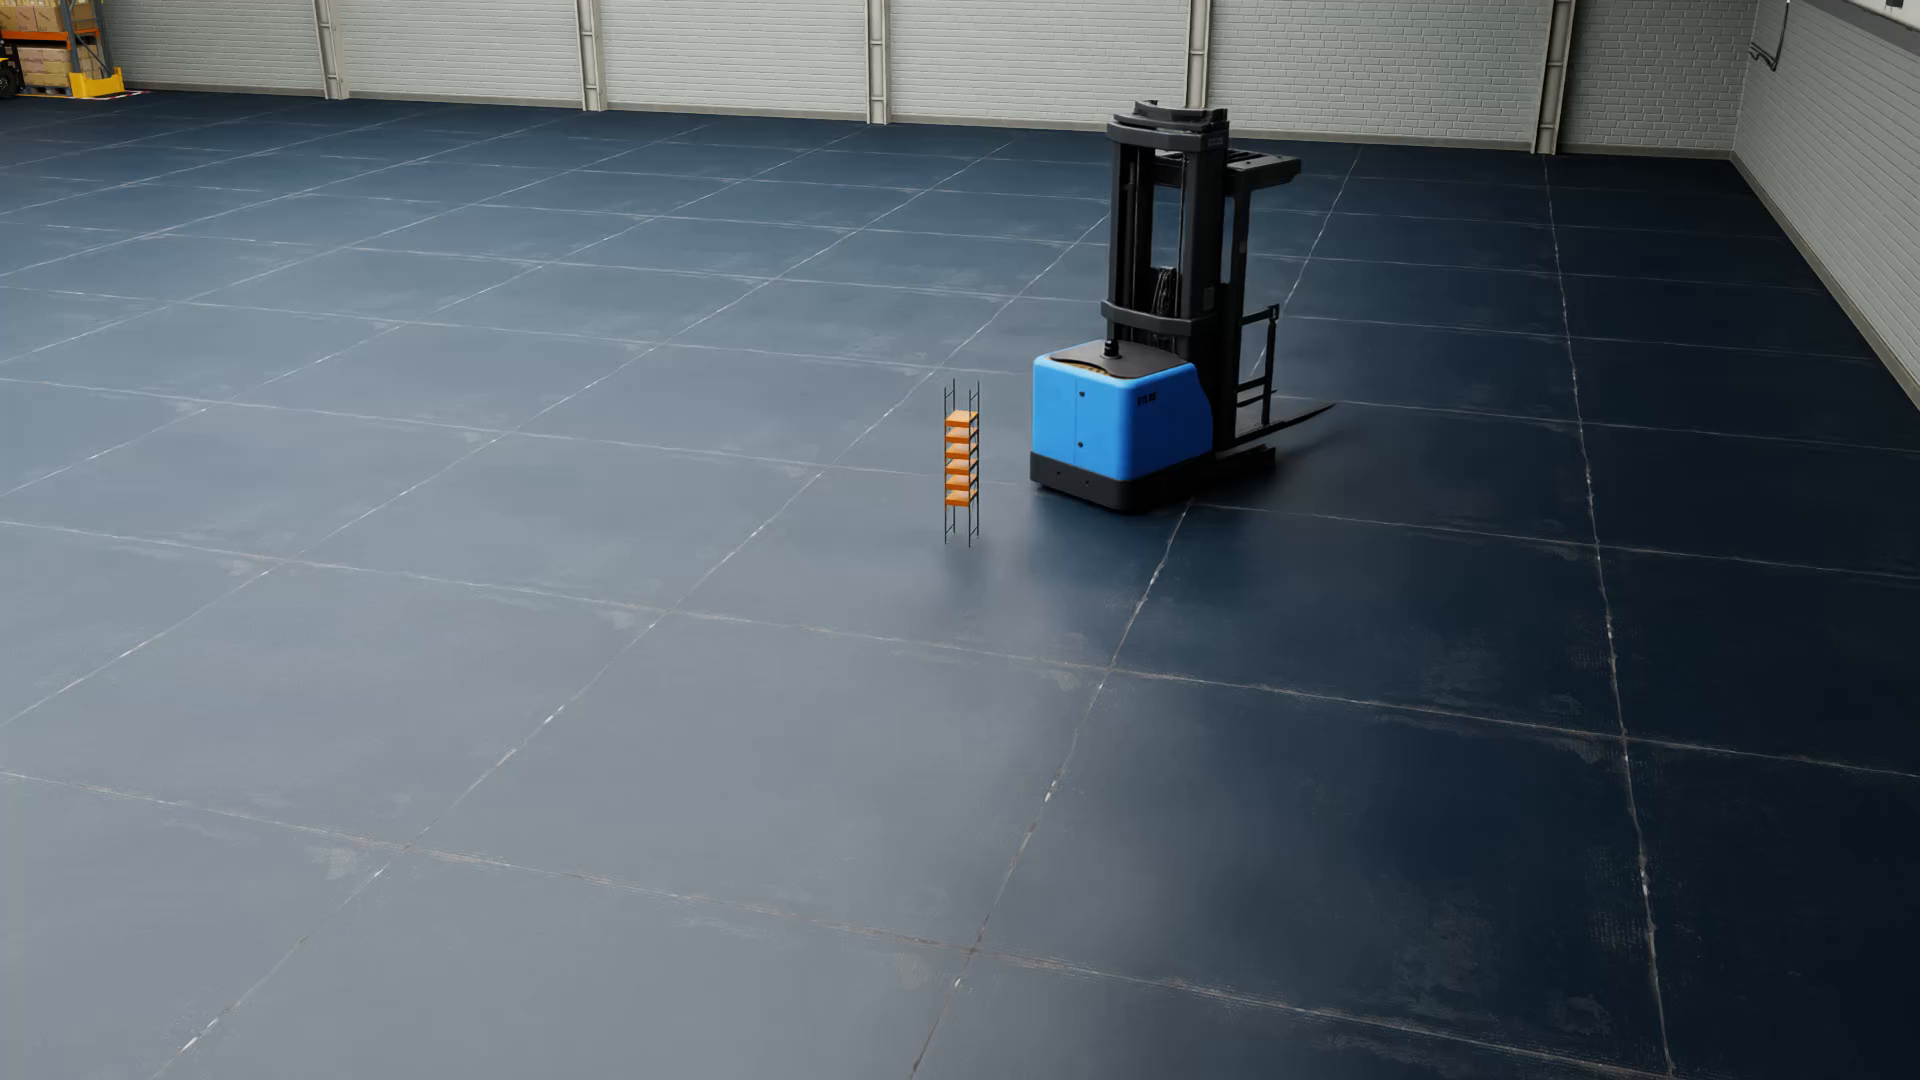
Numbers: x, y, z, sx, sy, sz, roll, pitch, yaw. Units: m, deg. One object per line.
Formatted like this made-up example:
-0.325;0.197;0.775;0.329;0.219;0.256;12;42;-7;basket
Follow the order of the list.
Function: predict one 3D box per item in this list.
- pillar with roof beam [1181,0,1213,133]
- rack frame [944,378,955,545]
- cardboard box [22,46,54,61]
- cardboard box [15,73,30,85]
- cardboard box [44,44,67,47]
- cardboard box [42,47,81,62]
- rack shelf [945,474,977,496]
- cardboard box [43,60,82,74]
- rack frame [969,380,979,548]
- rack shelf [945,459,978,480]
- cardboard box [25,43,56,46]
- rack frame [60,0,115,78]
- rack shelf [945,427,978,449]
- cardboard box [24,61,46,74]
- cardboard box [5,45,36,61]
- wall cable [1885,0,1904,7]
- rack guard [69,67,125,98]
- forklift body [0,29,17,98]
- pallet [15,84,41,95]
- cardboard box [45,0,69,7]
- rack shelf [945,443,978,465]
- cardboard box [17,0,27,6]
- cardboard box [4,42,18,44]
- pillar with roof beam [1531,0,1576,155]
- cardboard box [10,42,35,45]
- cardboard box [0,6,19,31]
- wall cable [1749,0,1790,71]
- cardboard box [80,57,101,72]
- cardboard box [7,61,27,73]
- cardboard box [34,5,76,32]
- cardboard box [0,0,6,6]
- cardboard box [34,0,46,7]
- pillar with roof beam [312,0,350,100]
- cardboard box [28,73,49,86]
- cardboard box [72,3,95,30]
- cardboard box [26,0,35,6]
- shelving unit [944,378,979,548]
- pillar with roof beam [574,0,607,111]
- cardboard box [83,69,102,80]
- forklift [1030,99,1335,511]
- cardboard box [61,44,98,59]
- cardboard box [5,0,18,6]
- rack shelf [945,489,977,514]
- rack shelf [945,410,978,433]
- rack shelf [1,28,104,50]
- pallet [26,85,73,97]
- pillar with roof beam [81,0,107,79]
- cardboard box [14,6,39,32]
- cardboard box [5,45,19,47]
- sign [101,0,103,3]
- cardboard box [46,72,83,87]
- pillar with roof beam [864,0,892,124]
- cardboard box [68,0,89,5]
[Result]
2.967;-9.873;24.482;0.400;9.000;9.100;7;23;16;pillar with roof beam
-0.074;-0.564;12.063;0.006;1.200;0.240;7;23;15;rack frame
-19.381;-10.264;35.093;0.500;0.250;0.500;7;23;16;cardboard box
-19.851;-9.864;35.434;0.500;0.250;0.500;7;23;16;cardboard box
-19.245;-10.448;35.542;0.500;0.250;0.500;7;23;16;cardboard box
-18.891;-10.211;34.962;0.500;0.250;0.500;7;23;17;cardboard box
0.014;-0.401;12.101;0.180;0.103;0.258;7;23;15;rack shelf
-18.916;-9.982;35.063;0.500;0.250;0.500;6;23;15;cardboard box
0.101;-0.544;12.014;0.006;1.200;0.240;7;23;15;rack frame
0.014;-0.512;12.055;0.180;0.103;0.258;7;23;15;rack shelf
-19.720;-10.507;35.685;0.500;0.250;0.500;6;23;15;cardboard box
-18.360;-10.889;34.863;0.127;3.000;1.000;7;23;16;rack frame
0.014;-0.734;11.964;0.180;0.103;0.258;7;23;15;rack shelf
-19.393;-10.041;35.207;0.500;0.250;0.500;6;23;15;cardboard box
-19.867;-10.316;35.219;0.500;0.250;0.500;7;23;16;cardboard box
9.636;-8.102;15.683;0.169;6.003;2.305;7;23;16;wall cable
-18.337;-9.730;35.331;0.348;0.500;1.175;7;23;16;rack guard
-20.702;-10.041;33.915;1.214;2.155;2.313;7;23;16;forklift body
-20.268;-9.802;35.887;1.213;0.211;1.003;7;23;15;pallet
-18.773;-11.171;34.565;0.250;0.149;0.380;7;23;16;cardboard box
0.014;-0.623;12.010;0.180;0.103;0.258;7;23;15;rack shelf
-19.491;-11.271;34.807;0.250;0.149;0.380;6;23;15;cardboard box
-20.692;-10.618;35.955;0.500;0.250;0.500;7;23;16;cardboard box
8.712;-9.215;22.878;0.400;9.000;9.100;7;23;16;pillar with roof beam
-20.209;-10.566;35.828;0.500;0.250;0.500;6;23;14;cardboard box
-19.891;-11.010;35.026;0.500;0.500;0.500;6;23;14;cardboard box
12.394;-8.539;25.322;0.112;2.526;3.097;7;23;16;wall cable
-18.750;-10.169;35.520;0.500;0.250;0.500;7;23;16;cardboard box
-19.893;-10.090;35.326;0.500;0.250;0.500;6;23;14;cardboard box
-18.907;-10.894;34.743;0.500;0.500;0.500;6;23;14;cardboard box
-20.008;-11.303;34.887;0.250;0.149;0.380;7;23;16;cardboard box
-19.026;-11.189;34.607;0.250;0.149;0.380;7;23;16;cardboard box
-14.265;-11.846;29.292;0.400;9.000;9.100;7;23;16;pillar with roof beam
-19.374;-9.806;35.292;0.500;0.250;0.500;7;23;15;cardboard box
-18.754;-11.090;35.222;0.500;0.500;0.500;7;23;17;cardboard box
-19.257;-11.239;34.731;0.250;0.149;0.380;7;23;17;cardboard box
0.014;-0.554;12.038;0.189;1.200;0.258;7;23;15;shelving unit
-8.521;-11.189;27.689;0.400;9.000;9.100;7;23;16;pillar with roof beam
-18.773;-9.936;35.610;0.500;0.250;0.500;7;23;16;cardboard box
1.968;-2.037;13.375;3.031;2.935;1.130;-20;30;-40;forklift
-18.765;-10.395;35.411;0.500;0.250;0.500;6;23;15;cardboard box
-19.760;-11.283;34.837;0.250;0.149;0.380;6;23;14;cardboard box
0.014;-0.290;12.146;0.180;0.103;0.258;7;23;15;rack shelf
0.014;-0.845;11.919;0.180;0.103;0.258;7;23;15;rack shelf
-20.274;-10.775;35.534;4.000;0.370;1.077;7;23;16;rack shelf
-19.104;-9.667;35.559;1.213;0.211;1.003;7;23;16;pallet
-20.009;-12.504;30.896;0.400;9.000;9.100;7;23;16;pillar with roof beam
-19.401;-10.954;34.890;0.500;0.500;0.500;7;23;17;cardboard box
-20.350;-10.374;35.362;0.500;0.250;0.500;6;23;14;cardboard box
-18.194;-11.527;35.174;0.005;0.325;0.100;7;23;16;sign
-18.901;-9.748;35.151;0.500;0.250;0.500;7;23;16;cardboard box
-2.777;-10.531;26.085;0.400;9.000;9.100;7;23;16;pillar with roof beam
-18.610;-11.367;35.041;0.250;0.149;0.380;6;23;14;cardboard box
